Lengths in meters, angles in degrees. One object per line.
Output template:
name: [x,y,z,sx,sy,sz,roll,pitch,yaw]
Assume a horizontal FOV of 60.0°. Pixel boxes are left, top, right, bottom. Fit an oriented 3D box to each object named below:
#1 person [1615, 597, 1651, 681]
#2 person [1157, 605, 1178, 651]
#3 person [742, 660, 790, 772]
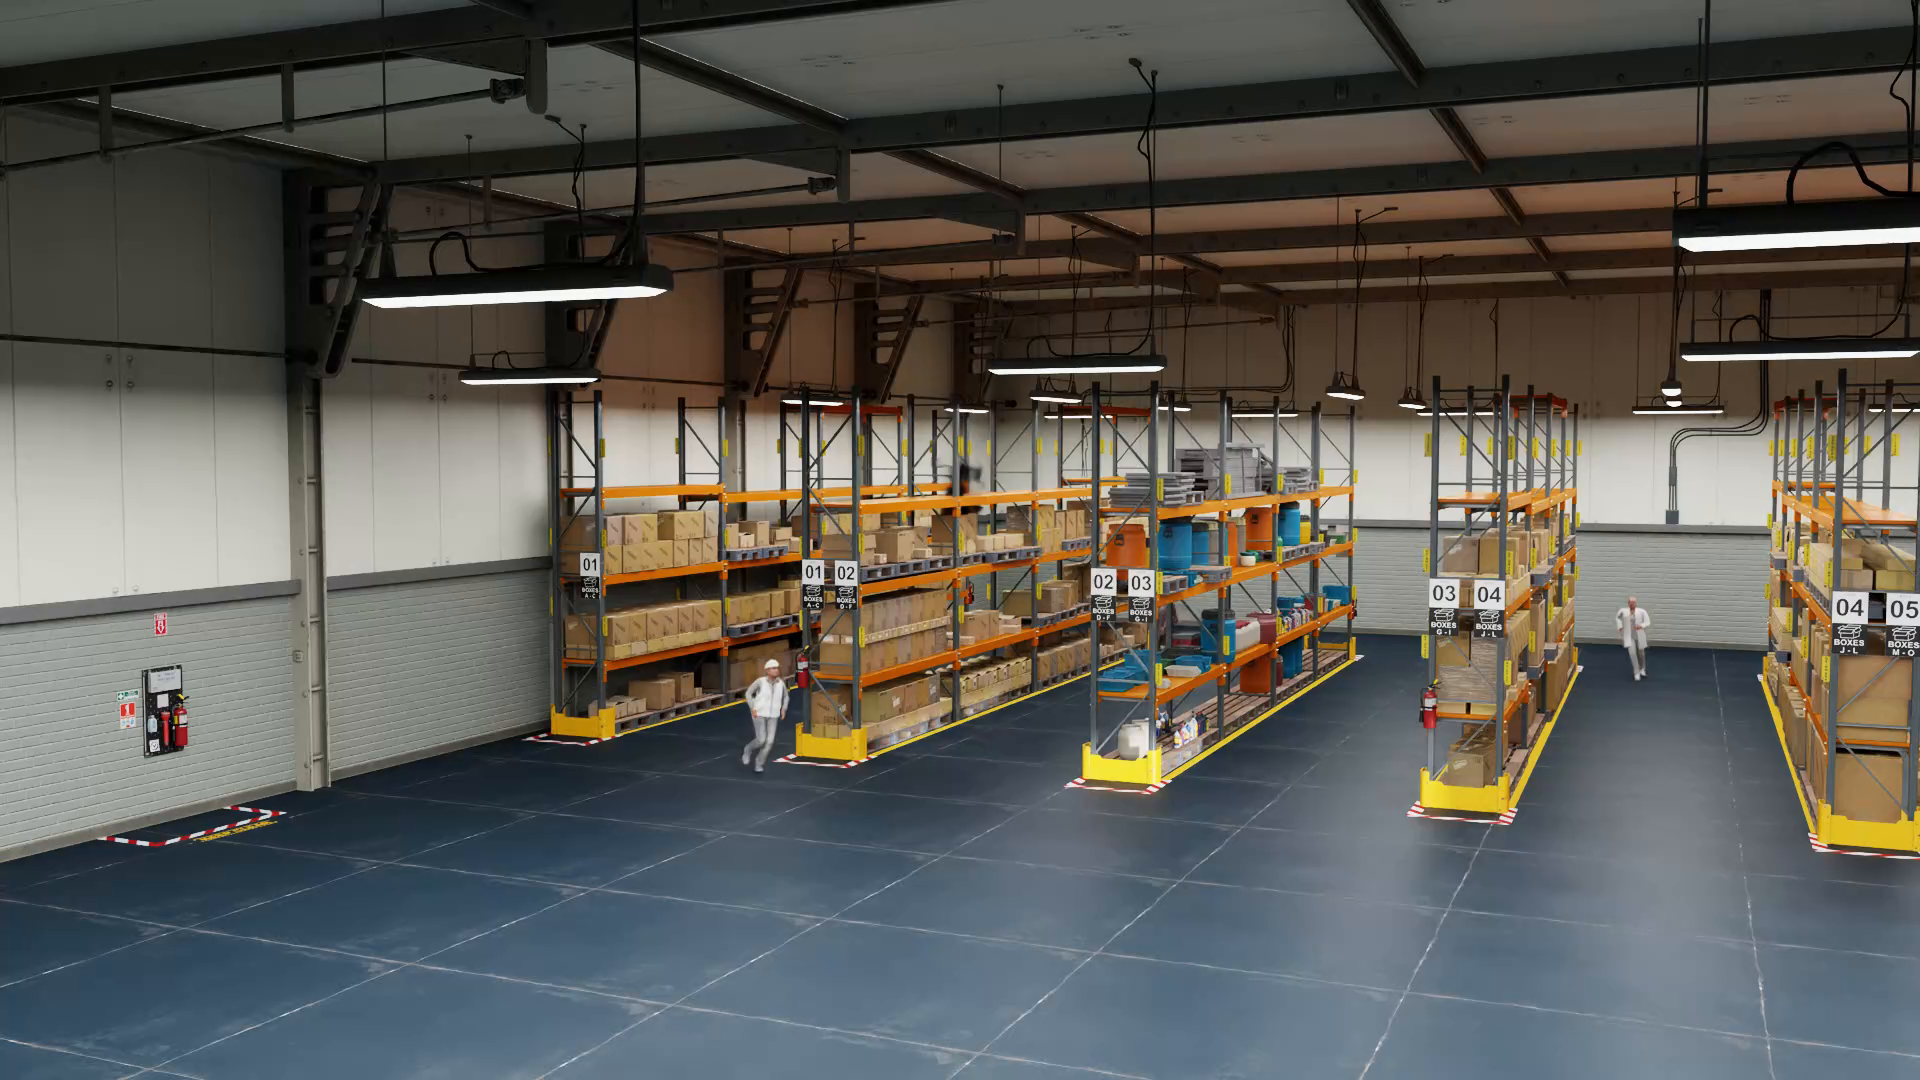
person: [14.584,2.115,36.052,0.703,1.761,1.034,1,3,20]
person: [4.513,2.100,36.998,0.677,1.791,1.115,1,3,17]
person: [-2.997,2.717,25.906,0.722,1.718,0.558,-2,4,-30]
